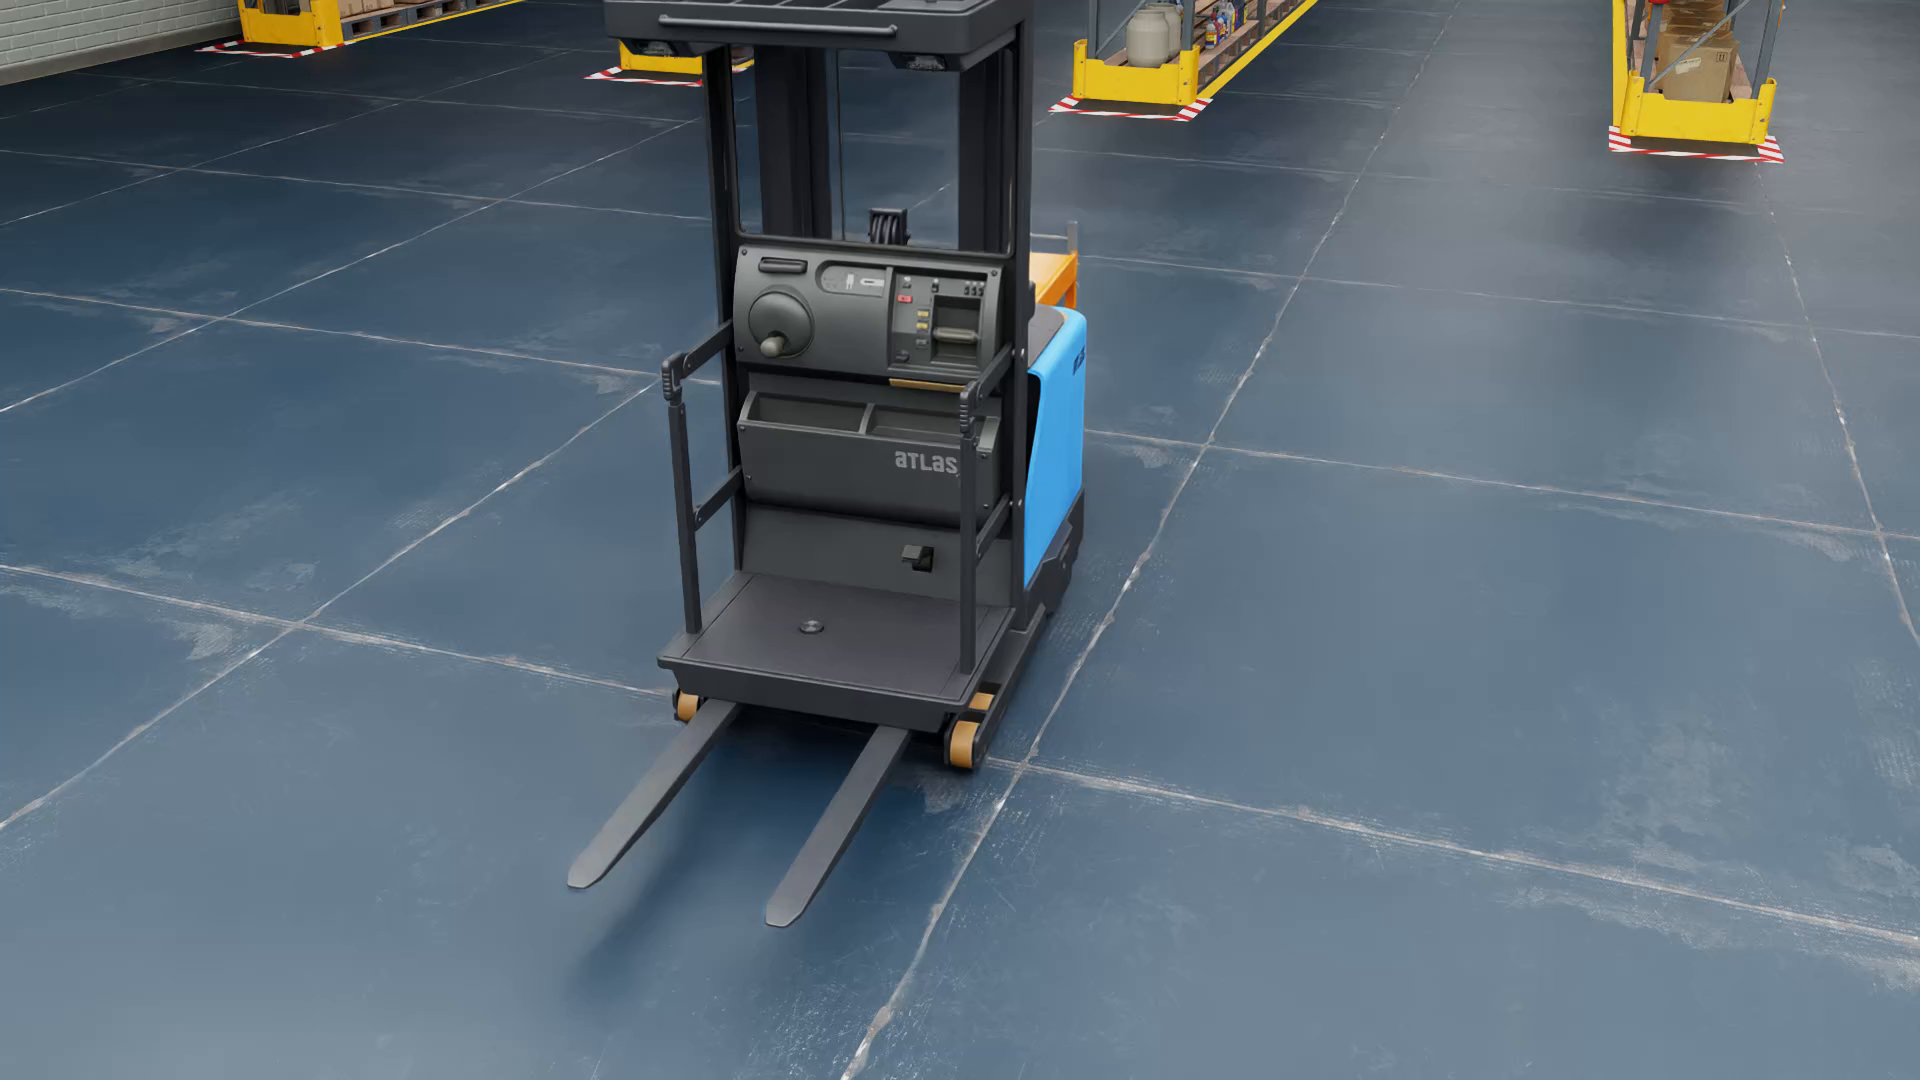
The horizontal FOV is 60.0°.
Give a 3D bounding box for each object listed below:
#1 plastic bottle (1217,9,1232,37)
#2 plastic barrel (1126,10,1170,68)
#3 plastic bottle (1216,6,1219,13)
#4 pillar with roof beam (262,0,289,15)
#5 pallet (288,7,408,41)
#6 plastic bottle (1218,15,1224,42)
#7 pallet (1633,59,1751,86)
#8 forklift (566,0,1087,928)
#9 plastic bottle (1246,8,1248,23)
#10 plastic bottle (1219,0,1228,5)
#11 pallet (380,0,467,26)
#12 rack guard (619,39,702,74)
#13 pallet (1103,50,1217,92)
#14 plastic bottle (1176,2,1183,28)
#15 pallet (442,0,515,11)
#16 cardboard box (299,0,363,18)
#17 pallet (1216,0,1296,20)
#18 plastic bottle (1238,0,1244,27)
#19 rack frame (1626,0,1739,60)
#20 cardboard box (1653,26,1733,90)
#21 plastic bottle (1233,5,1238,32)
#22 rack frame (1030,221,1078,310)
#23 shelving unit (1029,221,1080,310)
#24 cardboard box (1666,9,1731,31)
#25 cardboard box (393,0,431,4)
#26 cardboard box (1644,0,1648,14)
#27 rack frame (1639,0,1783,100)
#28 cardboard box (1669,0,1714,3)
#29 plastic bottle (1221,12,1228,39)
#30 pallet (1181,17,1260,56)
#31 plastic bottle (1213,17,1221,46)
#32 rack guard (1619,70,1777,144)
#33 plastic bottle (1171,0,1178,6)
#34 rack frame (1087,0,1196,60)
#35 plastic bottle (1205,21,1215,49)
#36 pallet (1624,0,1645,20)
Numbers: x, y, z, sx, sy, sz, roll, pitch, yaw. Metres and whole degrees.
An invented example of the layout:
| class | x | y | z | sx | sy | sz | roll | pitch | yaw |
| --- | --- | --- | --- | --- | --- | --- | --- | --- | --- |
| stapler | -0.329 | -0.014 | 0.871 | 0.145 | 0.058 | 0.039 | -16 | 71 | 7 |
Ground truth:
| class | x | y | z | sx | sy | sz | roll | pitch | yaw |
| --- | --- | --- | --- | --- | --- | --- | --- | --- | --- |
| plastic bottle | 2.861 | -5.610 | 18.014 | 0.152 | 0.276 | 0.135 | 9 | 27 | 18 |
| plastic barrel | 1.849 | -4.929 | 16.361 | 0.421 | 0.512 | 0.421 | 0 | 26 | 0 |
| plastic bottle | 2.814 | -5.683 | 18.158 | 0.061 | 0.283 | 0.133 | 9 | 27 | 17 |
| pillar with roof beam | -4.164 | -9.504 | 16.552 | 9.100 | 9.000 | 0.400 | 9 | 27 | 17 |
| pallet | -7.311 | -6.120 | 19.647 | 1.003 | 0.211 | 1.213 | 9 | 27 | 17 |
| plastic bottle | 2.747 | -5.430 | 17.648 | 0.097 | 0.271 | 0.097 | 0 | 26 | 0 |
| pallet | 7.109 | -4.464 | 16.228 | 1.003 | 0.211 | 1.213 | 9 | 27 | 17 |
| forklift | -0.376 | -0.733 | 5.400 | 1.130 | 2.935 | 3.031 | 7 | 27 | 15 |
| plastic bottle | 3.206 | -5.966 | 18.836 | 0.097 | 0.201 | 0.097 | 0 | 26 | 0 |
| plastic bottle | 2.955 | -5.942 | 18.615 | 0.144 | 0.351 | 0.185 | 9 | 27 | 17 |
| pallet | -6.904 | -6.619 | 20.679 | 1.003 | 0.211 | 1.213 | 9 | 27 | 17 |
| rack guard | -2.976 | -5.163 | 17.340 | 1.175 | 0.500 | 0.348 | 9 | 27 | 17 |
| pallet | 1.958 | -4.694 | 16.703 | 1.003 | 0.211 | 1.213 | 9 | 27 | 17 |
| plastic bottle | 2.439 | -5.843 | 18.502 | 0.097 | 0.271 | 0.097 | 0 | 26 | 0 |
| pallet | -6.499 | -7.122 | 21.718 | 1.003 | 0.211 | 1.213 | 9 | 27 | 17 |
| cardboard box | -7.325 | -6.274 | 19.346 | 0.500 | 0.311 | 0.500 | 6 | 26 | 12 |
| pallet | 3.662 | -6.798 | 21.048 | 1.003 | 0.211 | 1.213 | 9 | 27 | 17 |
| plastic bottle | 3.091 | -5.921 | 18.572 | 0.144 | 0.351 | 0.185 | 8 | 27 | 16 |
| rack frame | 7.704 | -6.503 | 17.240 | 1.000 | 3.000 | 0.127 | 9 | 27 | 17 |
| cardboard box | 6.763 | -4.428 | 15.341 | 0.500 | 0.500 | 0.500 | 17 | 30 | 31 |
| plastic bottle | 3.012 | -5.739 | 18.273 | 0.061 | 0.283 | 0.133 | 11 | 28 | 21 |
| rack frame | 0.305 | -0.996 | 8.017 | 0.500 | 1.125 | 0.032 | 7 | 27 | 15 |
| shelving unit | 0.163 | -0.784 | 7.577 | 0.538 | 1.125 | 1.048 | 7 | 27 | 15 |
| cardboard box | 7.217 | -4.906 | 16.327 | 0.500 | 0.500 | 0.500 | 6 | 27 | 13 |
| cardboard box | -6.844 | -6.887 | 20.396 | 0.700 | 0.500 | 0.500 | 7 | 27 | 14 |
| cardboard box | 8.291 | -6.249 | 19.078 | 0.700 | 0.500 | 0.500 | 6 | 27 | 13 |
| rack frame | 6.373 | -4.860 | 13.845 | 1.000 | 3.000 | 0.127 | 9 | 27 | 17 |
| cardboard box | 7.533 | -5.409 | 17.366 | 0.500 | 0.500 | 0.500 | 8 | 27 | 16 |
| plastic bottle | 2.814 | -5.513 | 17.820 | 0.097 | 0.271 | 0.097 | 0 | 26 | 0 |
| pallet | 2.770 | -5.697 | 18.774 | 1.003 | 0.211 | 1.213 | 9 | 27 | 17 |
| plastic bottle | 2.692 | -5.344 | 17.457 | 0.061 | 0.283 | 0.133 | 9 | 27 | 18 |
| rack guard | 6.398 | -3.766 | 14.454 | 1.175 | 0.500 | 0.348 | 9 | 27 | 17 |
| plastic bottle | 2.373 | -5.956 | 18.644 | 0.144 | 0.351 | 0.185 | 10 | 27 | 19 |
| rack frame | 1.702 | -5.578 | 15.328 | 1.000 | 3.000 | 0.127 | 9 | 27 | 17 |
| plastic bottle | 2.599 | -5.248 | 17.273 | 0.097 | 0.271 | 0.097 | 0 | 26 | 0 |
| pallet | 8.773 | -6.571 | 20.580 | 1.003 | 0.211 | 1.213 | 9 | 27 | 17 |
